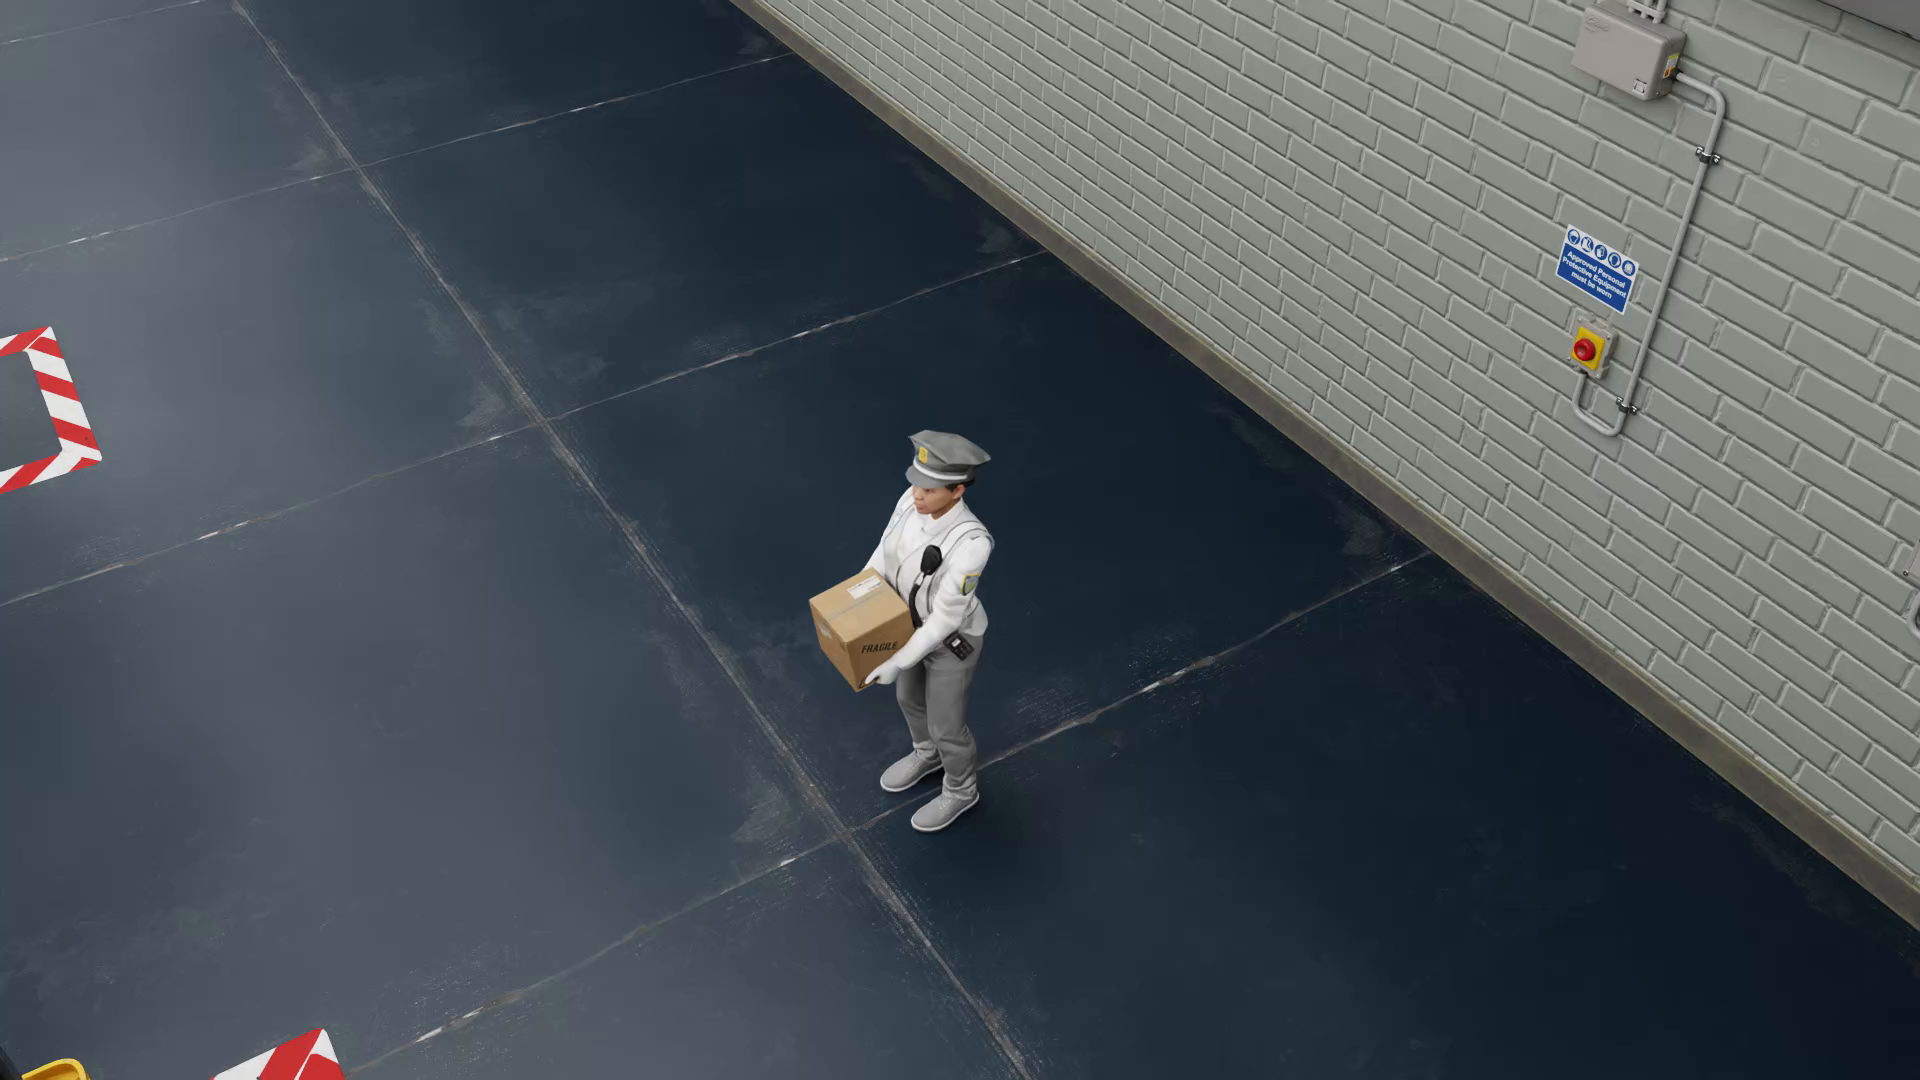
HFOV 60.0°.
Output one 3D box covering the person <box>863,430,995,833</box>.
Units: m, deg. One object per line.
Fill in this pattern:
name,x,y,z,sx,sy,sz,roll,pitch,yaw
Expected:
person,-0.161,0.349,5.741,0.535,1.691,0.453,-23,46,-24
